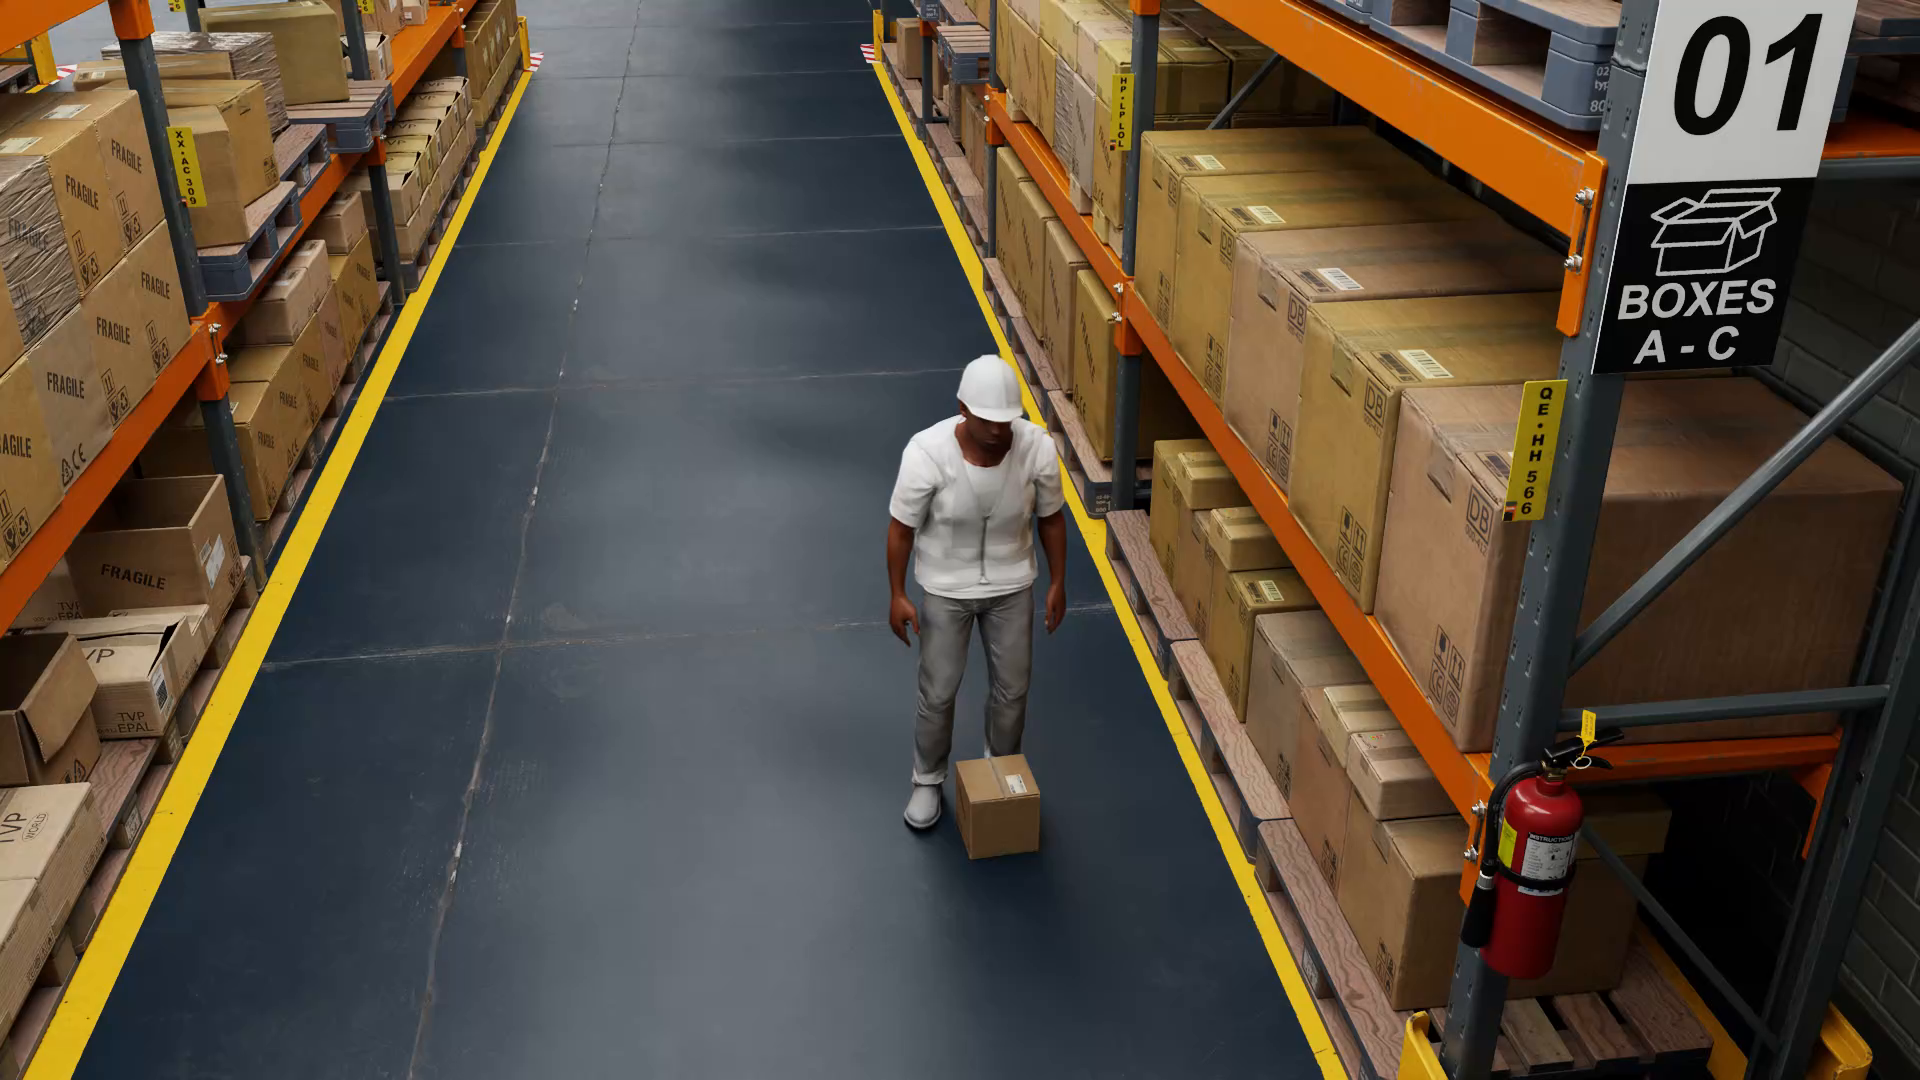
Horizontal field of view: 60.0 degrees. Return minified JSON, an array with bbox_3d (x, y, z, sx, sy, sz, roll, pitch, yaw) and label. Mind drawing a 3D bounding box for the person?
[{"bbox_3d":[0.065,0.177,5.749,0.633,1.760,0.463,-5,27,-9],"label":"person"}]
